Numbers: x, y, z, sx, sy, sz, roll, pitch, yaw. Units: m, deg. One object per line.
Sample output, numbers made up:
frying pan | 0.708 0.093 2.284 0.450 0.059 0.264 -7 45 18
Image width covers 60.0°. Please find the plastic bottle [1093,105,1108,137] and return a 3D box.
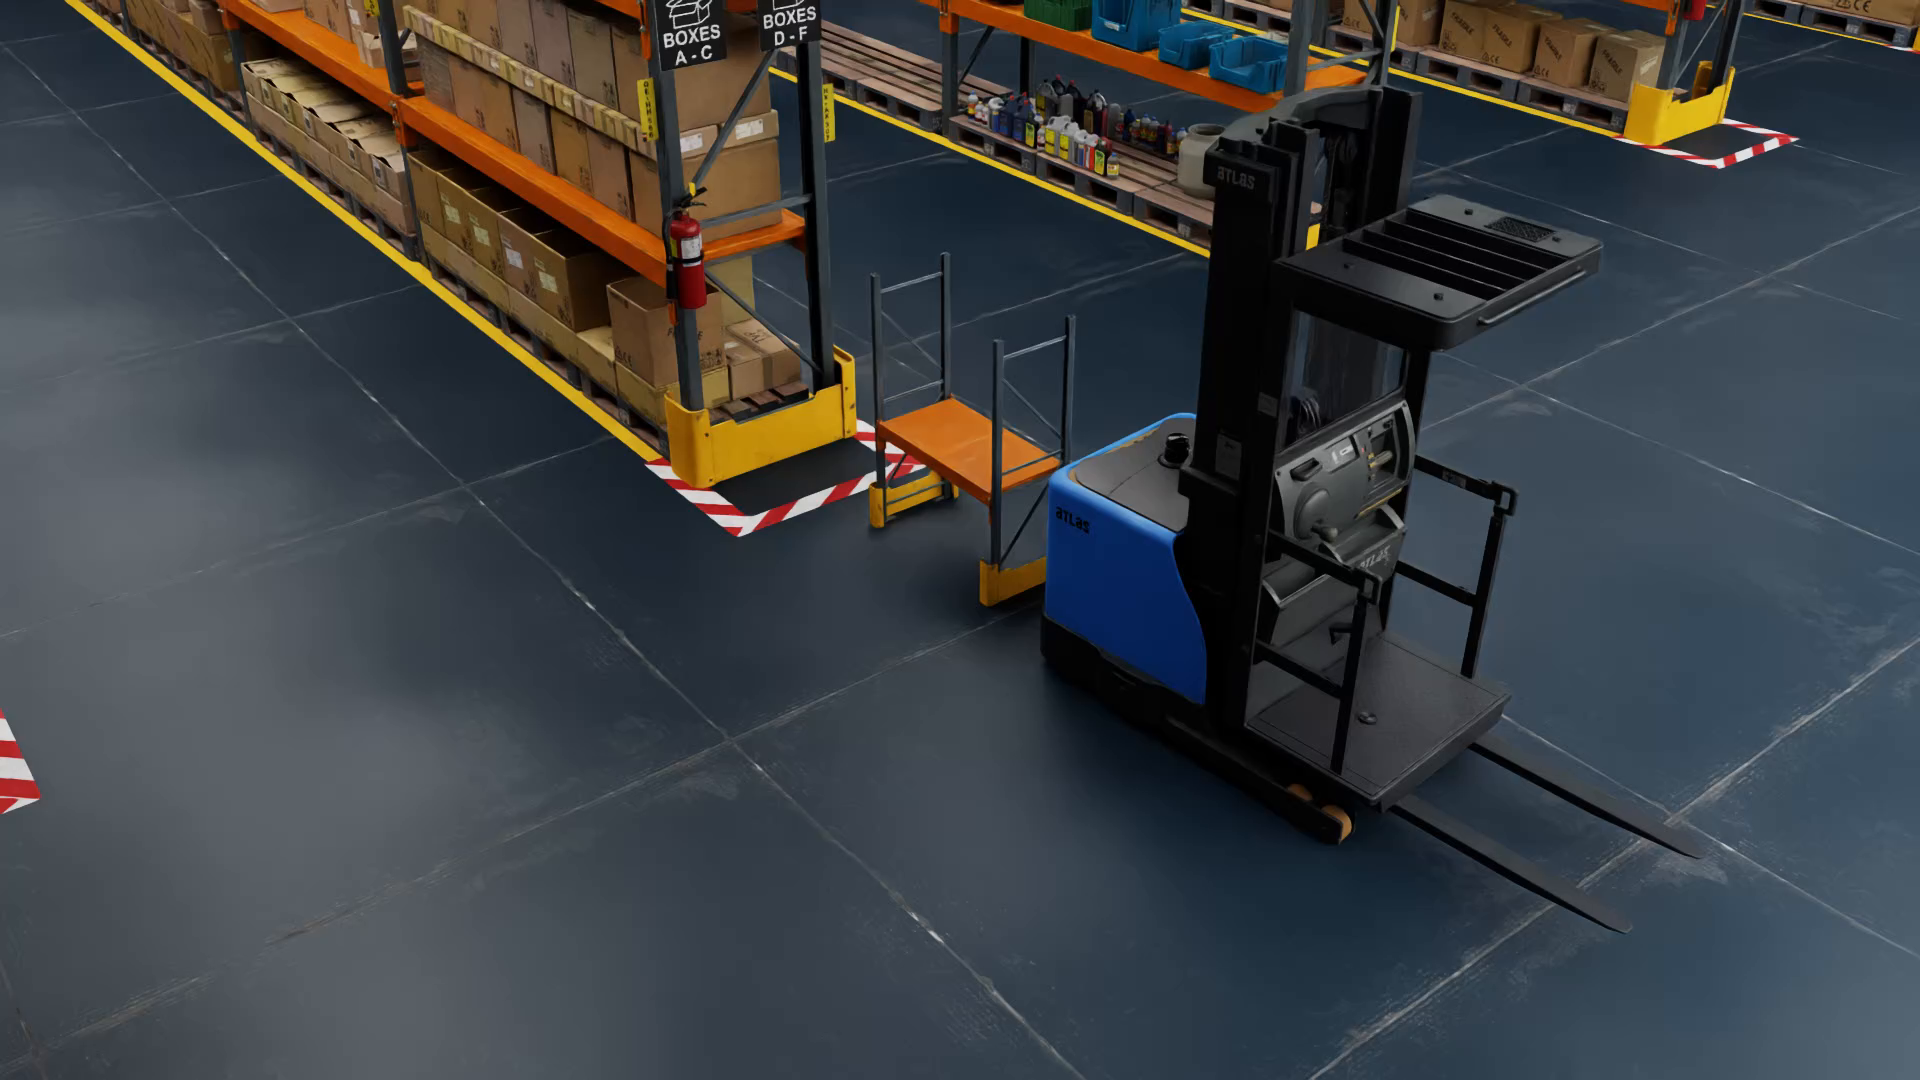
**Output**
plastic bottle | 1.218 -3.638 14.423 0.061 0.283 0.133 -22 38 -31

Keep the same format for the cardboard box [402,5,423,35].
cardboard box | -3.636 -3.641 11.560 0.380 0.149 0.250 -22 38 -31

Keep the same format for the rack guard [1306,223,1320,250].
rack guard | 2.636 -2.386 12.618 1.175 0.500 0.348 -22 38 -31

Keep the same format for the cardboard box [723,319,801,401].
cardboard box | -1.348 -1.137 10.445 0.500 0.250 0.500 -22 38 -31

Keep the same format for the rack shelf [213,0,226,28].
rack shelf | -7.327 -5.693 16.255 1.077 0.370 4.000 -22 38 -31

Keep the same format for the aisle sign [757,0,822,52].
aisle sign | -0.913 -3.007 8.784 0.394 0.787 0.004 -22 38 -31

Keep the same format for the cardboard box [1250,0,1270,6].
cardboard box | 3.543 -6.294 18.493 0.700 0.500 0.500 -23 38 -32

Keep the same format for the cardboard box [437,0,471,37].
cardboard box | -3.060 -3.698 11.037 0.700 0.500 0.500 -22 38 -32

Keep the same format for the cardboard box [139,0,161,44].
cardboard box | -8.113 -5.458 17.147 0.500 0.500 0.500 -22 38 -31

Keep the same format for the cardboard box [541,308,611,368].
cardboard box | -2.381 -1.381 10.839 0.500 0.250 0.500 -22 38 -31

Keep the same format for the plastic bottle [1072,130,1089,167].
plastic bottle | 1.030 -3.257 13.816 0.152 0.276 0.135 -23 39 -33

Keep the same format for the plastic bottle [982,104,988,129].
plastic bottle | 0.241 -3.738 14.660 0.097 0.201 0.097 0 32 0

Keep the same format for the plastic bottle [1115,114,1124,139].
plastic bottle | 1.396 -3.598 14.435 0.097 0.201 0.097 0 32 0

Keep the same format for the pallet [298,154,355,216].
pallet | -4.883 -3.117 14.068 1.003 0.211 1.213 -22 38 -31

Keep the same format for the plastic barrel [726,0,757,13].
plastic barrel | -2.499 -6.221 18.082 0.600 0.830 0.708 -22 38 -31

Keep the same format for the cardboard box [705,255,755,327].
cardboard box | -1.656 -1.663 10.582 0.500 0.500 0.500 -22 38 -31

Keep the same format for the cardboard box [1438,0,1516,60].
cardboard box | 5.193 -5.169 16.700 0.500 0.500 0.500 -26 40 -35

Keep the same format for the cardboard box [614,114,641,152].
cardboard box | -1.741 -2.355 9.489 0.380 0.149 0.250 -21 38 -30

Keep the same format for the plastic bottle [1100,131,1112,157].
plastic bottle | 1.199 -3.237 13.776 0.061 0.283 0.133 -22 38 -31

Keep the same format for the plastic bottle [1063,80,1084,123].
plastic bottle | 1.008 -3.905 14.789 0.144 0.351 0.185 -24 39 -34

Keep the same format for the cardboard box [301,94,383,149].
cardboard box | -5.056 -3.457 13.649 0.500 0.311 0.500 -23 38 -32

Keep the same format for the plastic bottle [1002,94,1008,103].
plastic bottle | 0.420 -3.766 14.628 0.061 0.283 0.133 -22 38 -31

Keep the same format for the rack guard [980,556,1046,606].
rack guard | 0.352 0.133 8.799 0.587 0.250 0.087 -22 38 -31

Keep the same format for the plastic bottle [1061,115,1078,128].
plastic bottle | 0.913 -3.461 14.143 0.152 0.276 0.135 -22 38 -31

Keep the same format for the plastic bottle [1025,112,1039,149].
plastic bottle | 0.619 -3.500 14.200 0.061 0.283 0.133 -20 37 -29

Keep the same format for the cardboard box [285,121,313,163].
cardboard box | -5.379 -3.438 14.151 0.500 0.250 0.500 -23 39 -33

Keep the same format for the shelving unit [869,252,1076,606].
shelving unit | 0.047 -0.605 8.803 0.587 1.500 1.083 -22 38 -31

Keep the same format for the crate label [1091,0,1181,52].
crate label | 1.378 -4.126 13.017 0.502 0.435 0.616 -22 38 -31

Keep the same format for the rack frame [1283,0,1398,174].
rack frame | 2.720 -3.432 11.933 1.000 3.000 0.127 -22 38 -31

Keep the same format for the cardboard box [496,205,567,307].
cardboard box | -2.689 -1.908 10.976 0.500 0.500 0.500 -22 38 -31

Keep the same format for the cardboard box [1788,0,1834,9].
cardboard box | 9.603 -6.500 18.488 0.875 0.875 0.875 -23 39 -32

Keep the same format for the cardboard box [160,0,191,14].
cardboard box | -7.528 -5.369 16.294 0.500 0.250 0.500 -23 39 -32

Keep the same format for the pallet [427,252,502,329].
pallet | -3.193 -1.968 12.219 1.003 0.211 1.213 -22 38 -31

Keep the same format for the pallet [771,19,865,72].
pallet | -1.741 -5.246 17.496 1.003 0.211 1.213 -22 38 -31

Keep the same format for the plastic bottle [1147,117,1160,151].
plastic bottle | 1.644 -3.459 14.145 0.097 0.271 0.097 0 32 0

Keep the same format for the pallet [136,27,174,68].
pallet | -8.025 -5.321 17.617 1.003 0.211 1.213 -22 38 -31

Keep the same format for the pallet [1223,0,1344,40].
pallet | 3.701 -5.841 18.454 1.003 0.211 1.213 -22 38 -31

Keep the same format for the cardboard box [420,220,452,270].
cardboard box | -3.603 -2.217 12.184 0.500 0.250 0.500 -22 38 -31

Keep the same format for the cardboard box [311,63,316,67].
cardboard box | -5.585 -4.275 14.966 0.500 0.311 0.500 -21 38 -30

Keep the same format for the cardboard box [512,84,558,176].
cardboard box | -2.422 -2.716 10.686 0.700 0.500 0.500 -21 38 -30

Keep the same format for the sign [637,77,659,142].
sign | -1.632 -2.254 8.713 0.100 0.325 0.005 -22 38 -31

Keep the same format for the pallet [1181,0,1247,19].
pallet | 2.949 -6.350 19.273 1.003 0.211 1.213 -22 38 -31

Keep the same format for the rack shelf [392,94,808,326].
rack shelf | -2.421 -2.359 10.887 1.077 0.370 4.000 -22 38 -31

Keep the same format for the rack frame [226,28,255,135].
rack frame | -6.101 -5.165 14.723 1.000 3.000 0.127 -22 38 -31

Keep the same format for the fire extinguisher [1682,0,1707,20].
fire extinguisher | 6.339 -4.805 14.216 0.296 0.674 0.183 -22 38 -31

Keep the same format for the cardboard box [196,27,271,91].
cardboard box | -6.860 -4.604 15.772 0.500 0.500 0.500 -21 37 -30

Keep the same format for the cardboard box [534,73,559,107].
cardboard box | -2.375 -2.786 10.182 0.380 0.149 0.250 -21 38 -30

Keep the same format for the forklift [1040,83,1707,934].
forklift | 1.770 -0.247 6.869 1.130 2.935 3.031 -26 40 -35

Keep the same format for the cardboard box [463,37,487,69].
cardboard box | -3.009 -3.216 10.875 0.380 0.149 0.250 -24 39 -33

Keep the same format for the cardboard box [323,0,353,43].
cardboard box | -4.736 -4.294 13.226 0.500 0.500 0.500 -22 38 -31

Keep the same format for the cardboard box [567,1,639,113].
cardboard box | -1.830 -2.863 9.692 0.700 0.500 0.500 -23 39 -33

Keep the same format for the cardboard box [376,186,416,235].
cardboard box | -4.131 -2.587 12.781 0.500 0.250 0.500 -23 38 -32
